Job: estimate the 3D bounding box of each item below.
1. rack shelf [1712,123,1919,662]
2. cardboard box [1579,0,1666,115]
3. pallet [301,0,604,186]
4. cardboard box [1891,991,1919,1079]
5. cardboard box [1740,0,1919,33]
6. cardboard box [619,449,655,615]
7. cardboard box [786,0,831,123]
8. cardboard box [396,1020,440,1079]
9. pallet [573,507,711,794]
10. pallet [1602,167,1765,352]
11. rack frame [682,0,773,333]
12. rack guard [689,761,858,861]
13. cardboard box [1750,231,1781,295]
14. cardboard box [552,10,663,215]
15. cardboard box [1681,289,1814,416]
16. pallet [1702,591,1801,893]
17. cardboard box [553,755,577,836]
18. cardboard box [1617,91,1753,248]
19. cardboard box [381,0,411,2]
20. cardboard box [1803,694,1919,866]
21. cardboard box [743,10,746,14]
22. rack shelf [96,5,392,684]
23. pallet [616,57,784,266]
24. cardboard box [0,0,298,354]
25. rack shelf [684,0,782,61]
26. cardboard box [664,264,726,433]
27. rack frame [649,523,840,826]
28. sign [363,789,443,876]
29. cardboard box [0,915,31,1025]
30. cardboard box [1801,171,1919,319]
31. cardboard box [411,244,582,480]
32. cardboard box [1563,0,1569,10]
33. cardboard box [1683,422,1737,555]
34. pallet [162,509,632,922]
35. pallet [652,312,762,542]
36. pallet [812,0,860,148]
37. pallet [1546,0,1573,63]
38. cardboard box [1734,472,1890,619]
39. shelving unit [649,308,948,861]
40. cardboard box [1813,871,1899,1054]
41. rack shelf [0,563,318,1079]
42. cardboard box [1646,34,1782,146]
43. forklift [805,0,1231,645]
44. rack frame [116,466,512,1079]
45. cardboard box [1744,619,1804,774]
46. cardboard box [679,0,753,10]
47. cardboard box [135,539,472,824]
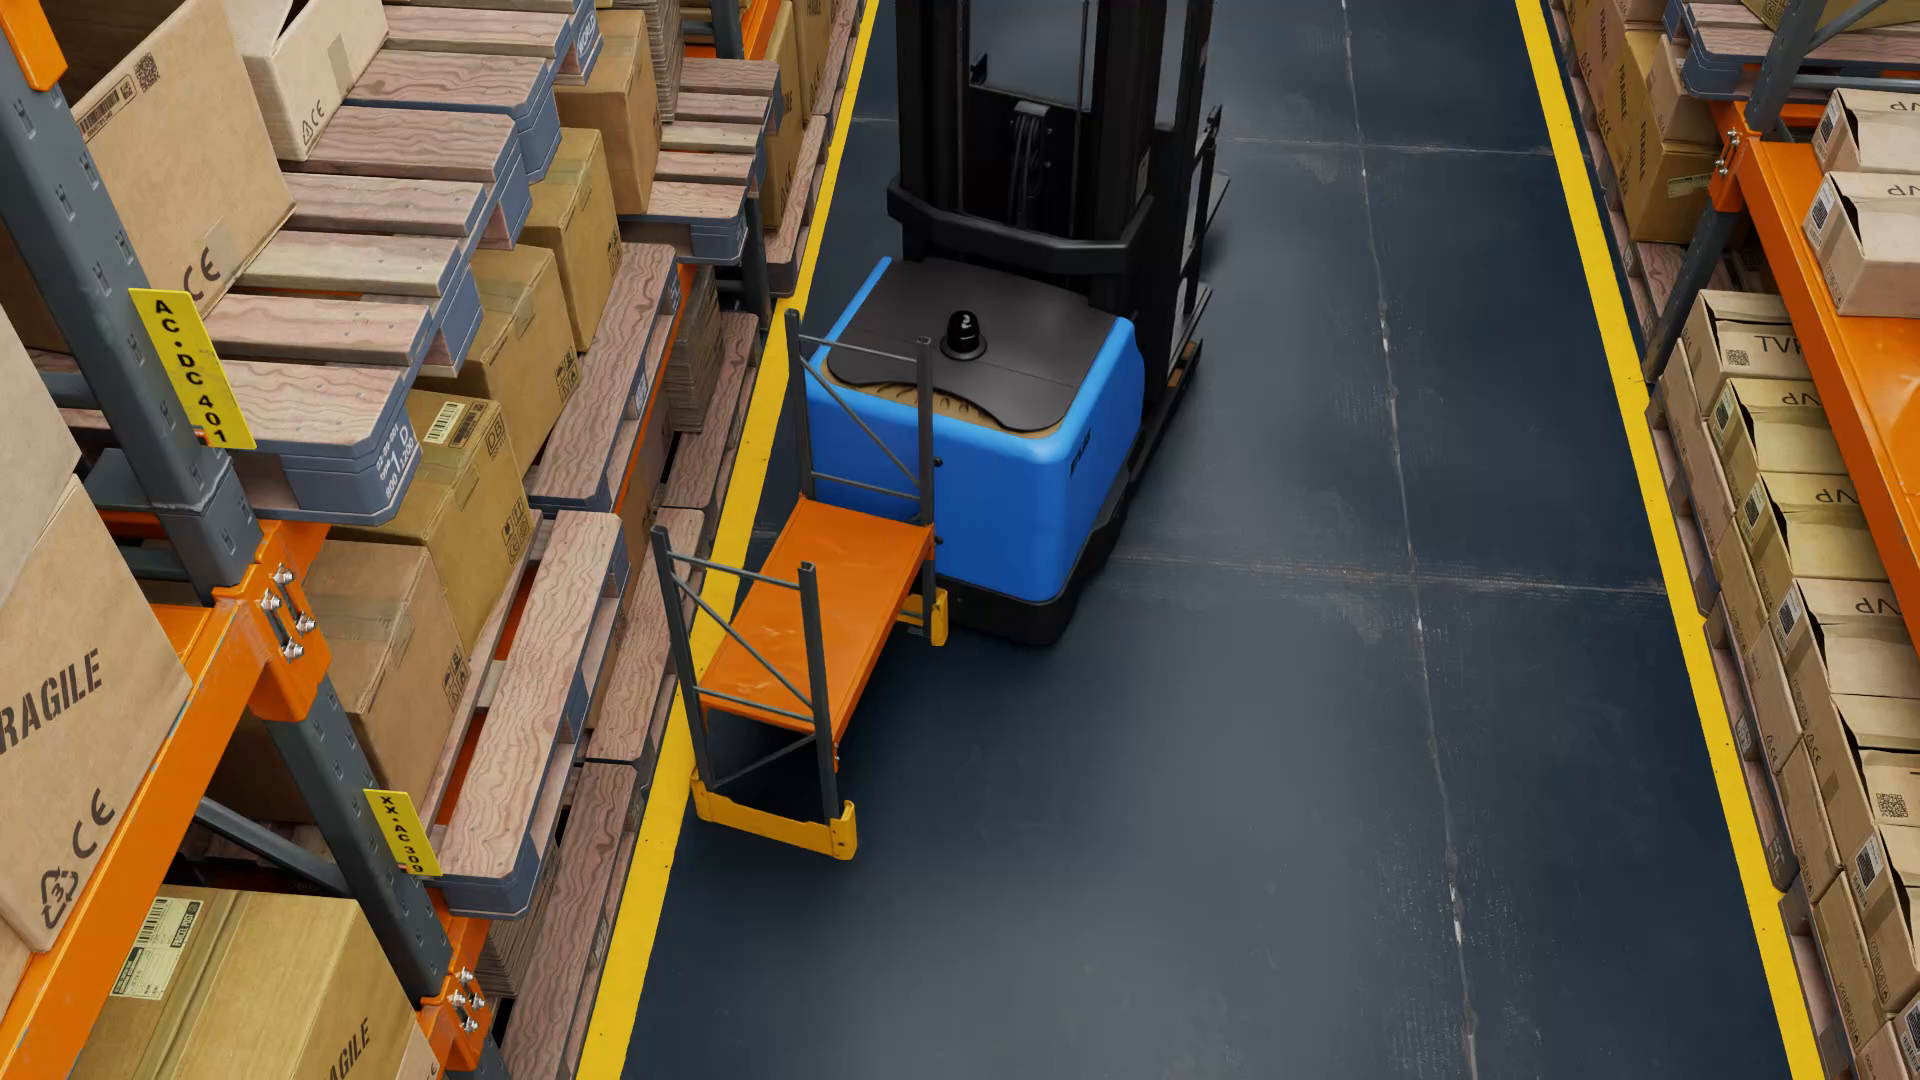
[{"bbox_3d":[3.376,-0.003,5.233,1.077,0.370,4.000,4,48,4],"label":"rack shelf"},{"bbox_3d":[3.499,-2.489,8.416,0.500,0.500,0.500,2,48,2],"label":"cardboard box"},{"bbox_3d":[-1.486,-1.264,3.994,1.213,0.211,1.003,4,48,4],"label":"pallet"},{"bbox_3d":[2.945,1.504,4.566,0.500,0.311,0.500,4,48,4],"label":"cardboard box"},{"bbox_3d":[3.503,-2.361,6.550,0.700,0.500,0.500,-11,48,-10],"label":"cardboard box"},{"bbox_3d":[-1.569,-0.080,6.212,0.700,0.500,0.500,4,48,3],"label":"cardboard box"},{"bbox_3d":[-1.091,-2.637,8.327,0.750,0.750,0.750,4,48,3],"label":"cardboard box"},{"bbox_3d":[-1.481,1.306,3.637,0.500,0.250,0.500,4,48,4],"label":"cardboard box"},{"bbox_3d":[-1.562,0.364,6.300,1.003,0.211,1.213,4,48,4],"label":"pallet"},{"bbox_3d":[3.664,-1.320,7.840,1.003,0.211,1.213,4,48,4],"label":"pallet"},{"bbox_3d":[-1.375,-2.046,6.614,1.000,3.000,0.127,4,48,4],"label":"rack frame"},{"bbox_3d":[-0.643,0.934,5.752,0.587,0.250,0.087,14,49,12],"label":"rack guard"},{"bbox_3d":[3.884,-1.335,7.360,0.500,0.500,0.500,6,48,5],"label":"cardboard box"},{"bbox_3d":[-1.432,-1.469,5.721,0.700,0.500,0.500,0,48,0],"label":"cardboard box"},{"bbox_3d":[3.218,-0.753,6.631,0.500,0.311,0.500,5,48,5],"label":"cardboard box"},{"bbox_3d":[3.331,0.722,5.972,1.003,0.211,1.213,4,48,4],"label":"pallet"},{"bbox_3d":[-1.692,0.664,5.532,0.700,0.500,0.500,3,48,3],"label":"cardboard box"},{"bbox_3d":[3.410,-1.723,7.715,0.500,0.500,0.500,6,48,5],"label":"cardboard box"},{"bbox_3d":[-1.498,-1.597,3.818,0.500,0.500,0.500,2,48,2],"label":"cardboard box"},{"bbox_3d":[3.034,0.755,5.251,0.500,0.311,0.500,4,48,3],"label":"cardboard box"},{"bbox_3d":[-1.083,-2.378,7.075,0.380,0.149,0.250,4,48,4],"label":"cardboard box"},{"bbox_3d":[-1.557,-1.345,4.428,1.077,0.370,4.000,4,48,4],"label":"rack shelf"},{"bbox_3d":[-1.334,-1.450,6.199,1.213,0.211,1.003,4,48,4],"label":"pallet"},{"bbox_3d":[-1.610,-0.690,2.990,0.500,0.500,0.500,10,48,9],"label":"cardboard box"},{"bbox_3d":[-1.193,-3.272,8.224,1.077,0.370,4.000,4,48,4],"label":"rack shelf"},{"bbox_3d":[-1.389,-0.818,6.887,0.700,0.500,0.500,4,48,4],"label":"cardboard box"},{"bbox_3d":[-0.649,0.526,5.278,0.500,1.500,0.032,14,49,12],"label":"rack frame"},{"bbox_3d":[-1.199,0.632,3.578,0.100,0.325,0.005,4,48,4],"label":"sign"},{"bbox_3d":[-1.598,0.599,2.081,0.500,0.500,0.500,0,48,0],"label":"cardboard box"},{"bbox_3d":[3.284,-1.041,5.756,0.500,0.311,0.500,3,48,3],"label":"cardboard box"},{"bbox_3d":[-1.572,-0.556,4.886,0.700,0.500,0.500,10,48,9],"label":"cardboard box"},{"bbox_3d":[3.598,-3.228,9.091,0.500,0.500,0.500,4,48,4],"label":"cardboard box"},{"bbox_3d":[3.173,-0.194,6.500,0.500,0.250,0.500,3,48,2],"label":"cardboard box"},{"bbox_3d":[-1.525,0.407,4.501,1.003,0.211,1.213,4,48,4],"label":"pallet"},{"bbox_3d":[-1.448,-0.530,7.118,1.003,0.211,1.213,4,48,4],"label":"pallet"},{"bbox_3d":[-1.115,-2.573,8.986,1.003,0.211,1.213,4,48,4],"label":"pallet"},{"bbox_3d":[3.886,-3.113,9.480,1.003,0.211,1.213,4,48,4],"label":"pallet"},{"bbox_3d":[3.130,0.008,5.934,0.500,0.311,0.500,3,48,2],"label":"cardboard box"},{"bbox_3d":[-0.488,0.163,5.610,0.587,1.500,1.083,14,49,12],"label":"shelving unit"},{"bbox_3d":[2.991,1.315,5.120,0.500,0.250,0.500,3,48,3],"label":"cardboard box"},{"bbox_3d":[-1.922,1.594,1.740,1.077,0.370,4.000,4,48,4],"label":"rack shelf"},{"bbox_3d":[3.411,-2.018,7.476,0.500,0.250,0.500,6,48,5],"label":"cardboard box"},{"bbox_3d":[0.434,-1.697,6.341,1.130,2.935,3.031,17,50,15],"label":"forklift"},{"bbox_3d":[-1.740,0.894,3.926,1.000,3.000,0.127,4,48,4],"label":"rack frame"},{"bbox_3d":[3.085,0.565,5.805,0.500,0.250,0.500,5,48,4],"label":"cardboard box"},{"bbox_3d":[-1.076,-2.526,6.771,0.500,0.500,0.500,5,48,5],"label":"cardboard box"},{"bbox_3d":[-1.659,0.340,4.066,0.700,0.500,0.500,4,48,4],"label":"cardboard box"}]
